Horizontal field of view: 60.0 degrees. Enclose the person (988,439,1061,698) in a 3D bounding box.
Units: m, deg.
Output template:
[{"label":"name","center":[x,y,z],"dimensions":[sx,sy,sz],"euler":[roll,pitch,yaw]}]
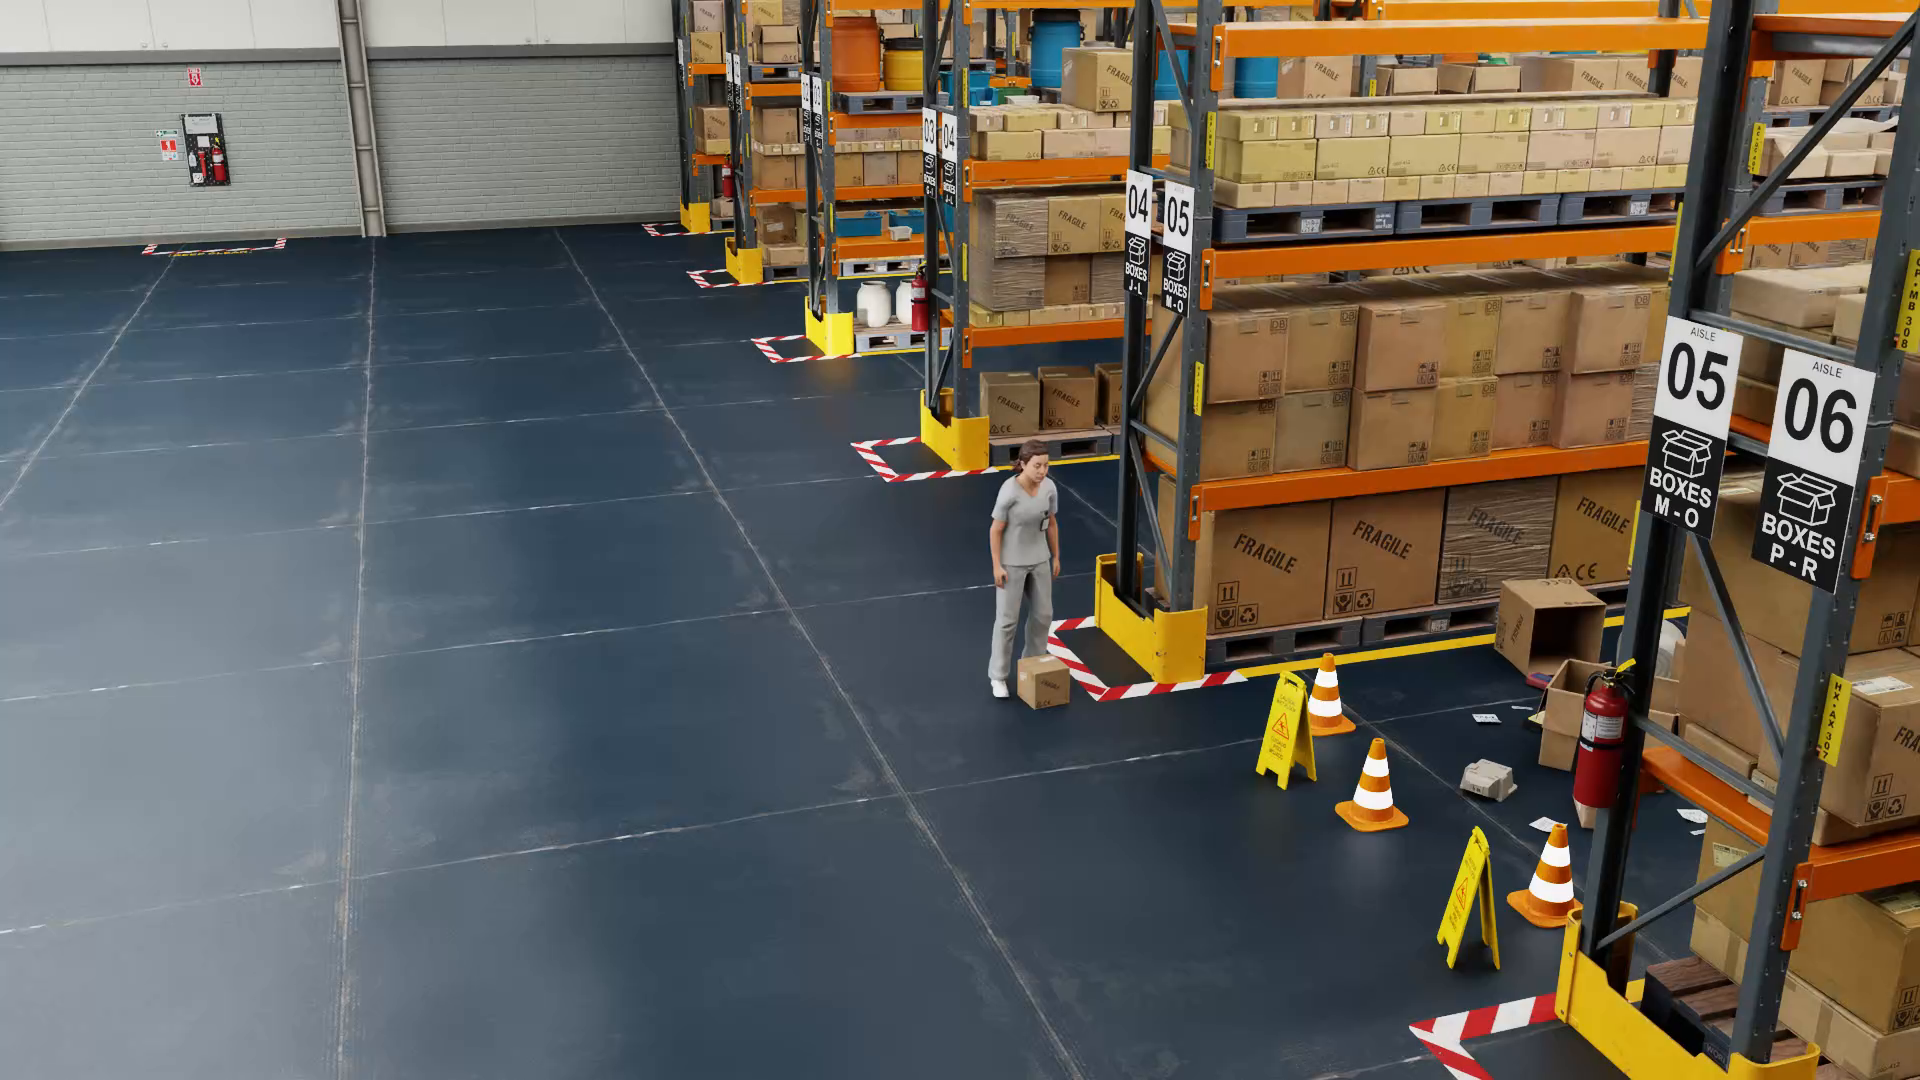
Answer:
[{"label":"person","center":[0.413,0.160,10.615],"dimensions":[0.515,1.671,0.362],"euler":[-9,21,-25]}]
